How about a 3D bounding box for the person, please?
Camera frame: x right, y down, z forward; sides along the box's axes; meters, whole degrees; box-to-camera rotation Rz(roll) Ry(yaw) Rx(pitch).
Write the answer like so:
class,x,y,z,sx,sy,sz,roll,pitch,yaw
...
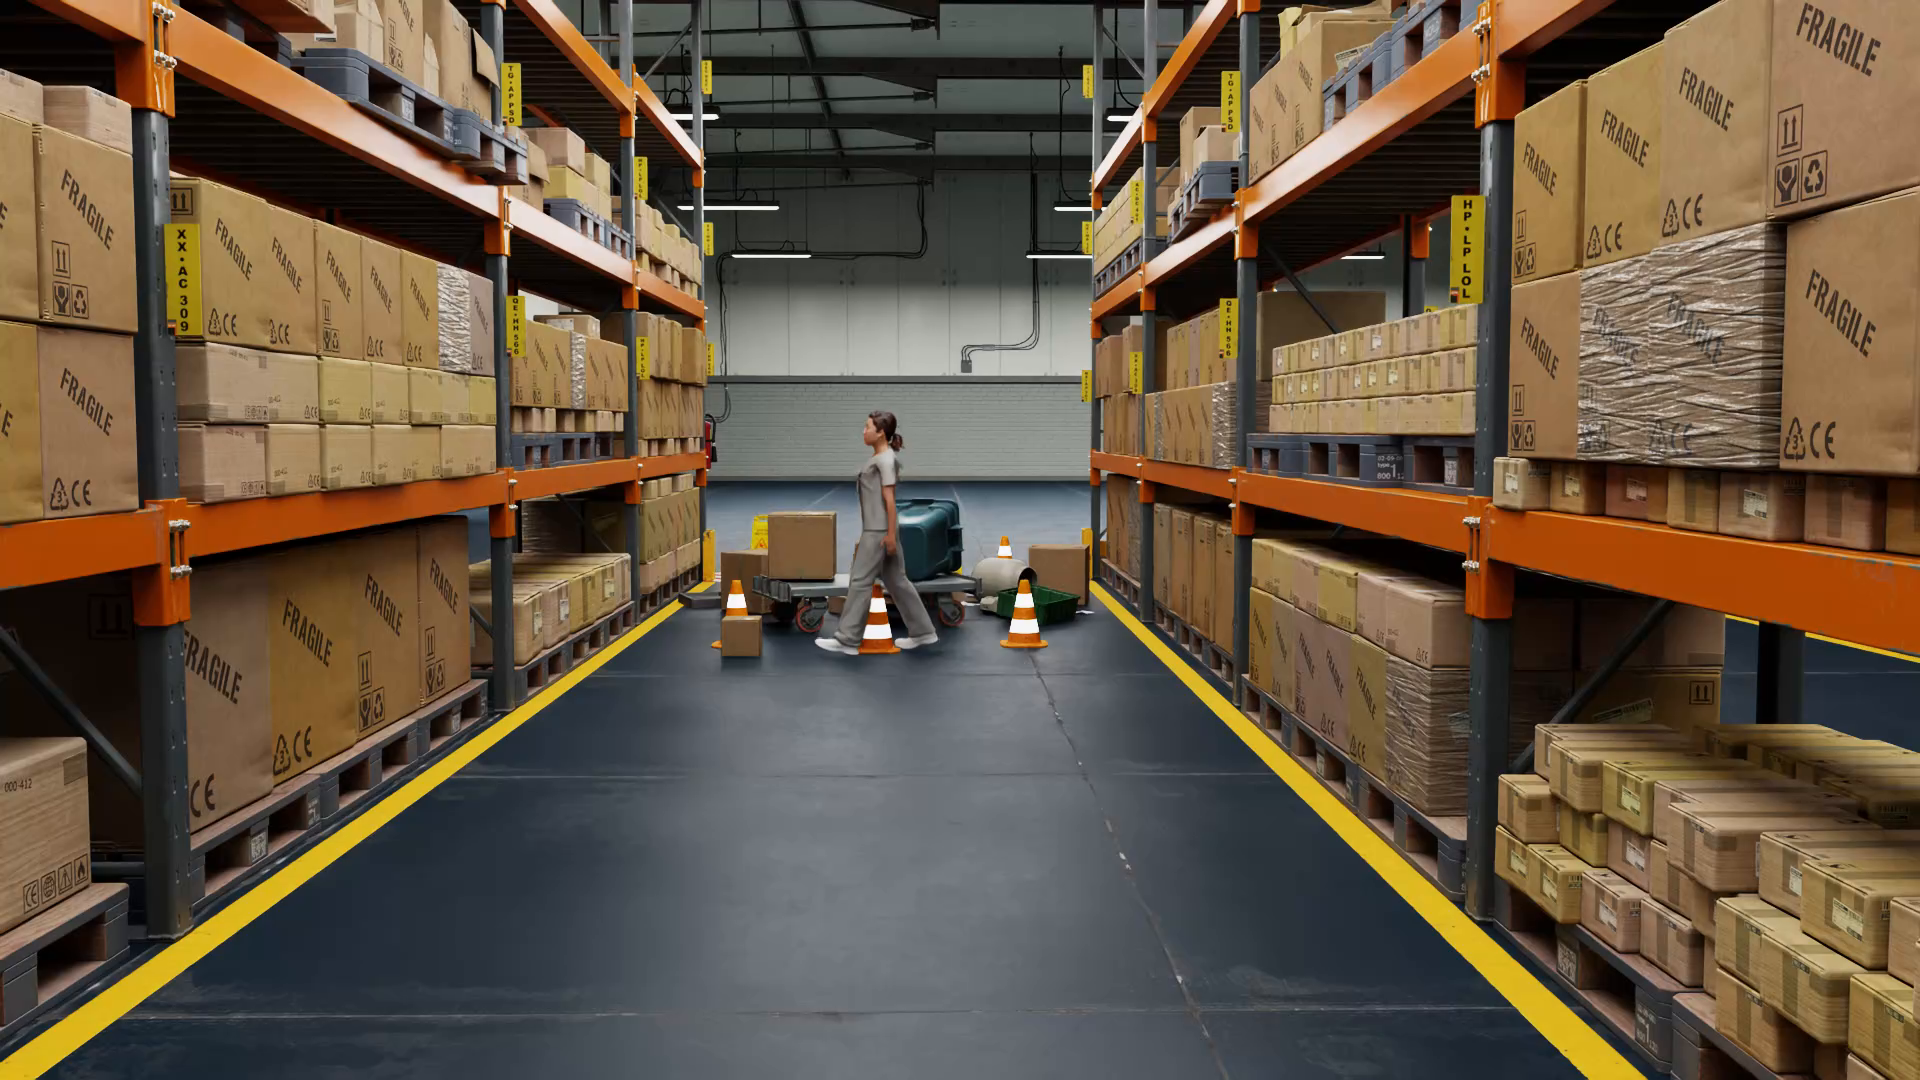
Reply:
class,x,y,z,sx,sy,sz,roll,pitch,yaw
person,-0.564,-0.052,11.291,0.848,1.653,0.454,0,4,-5
